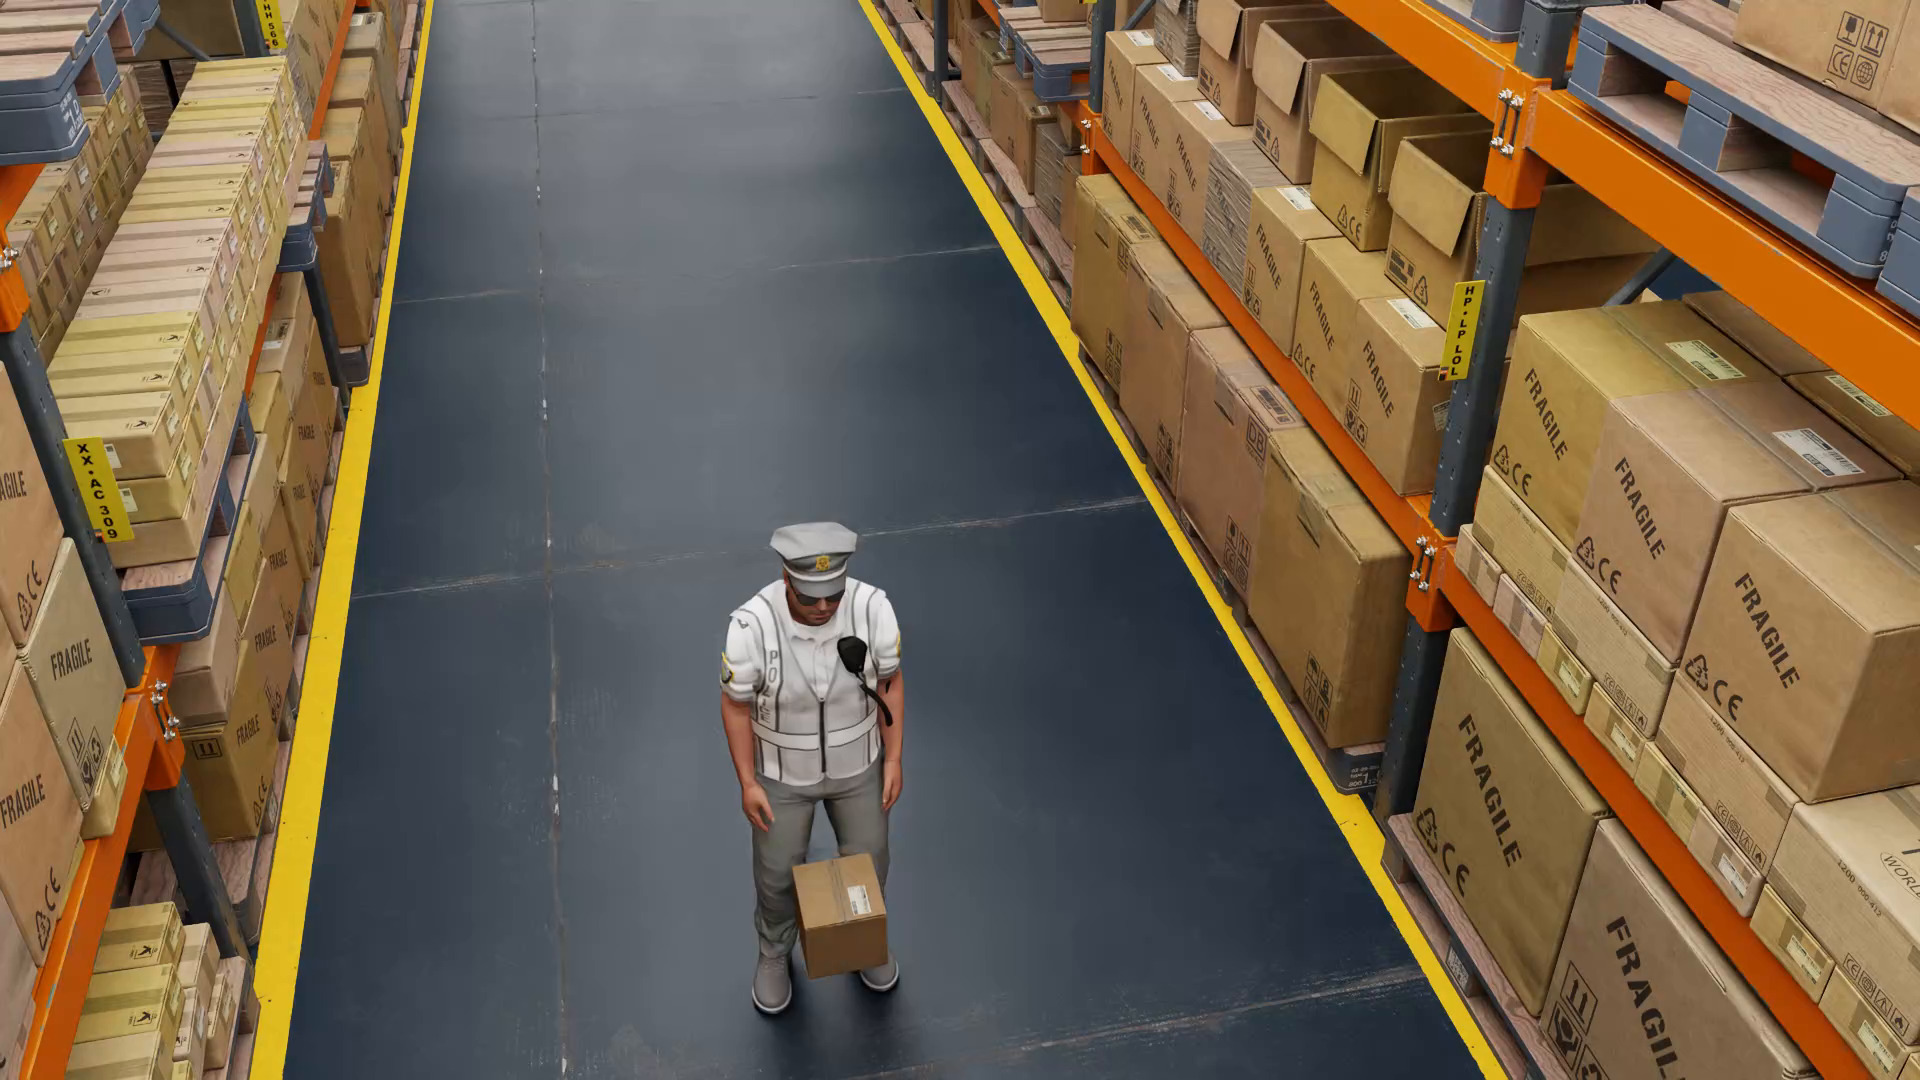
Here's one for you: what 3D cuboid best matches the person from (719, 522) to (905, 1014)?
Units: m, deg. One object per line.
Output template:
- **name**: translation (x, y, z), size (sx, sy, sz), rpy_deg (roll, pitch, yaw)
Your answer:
- **person**: translation (-0.439, 0.677, 5.132), size (0.563, 1.754, 0.434), rpy_deg (-8, 35, -12)
